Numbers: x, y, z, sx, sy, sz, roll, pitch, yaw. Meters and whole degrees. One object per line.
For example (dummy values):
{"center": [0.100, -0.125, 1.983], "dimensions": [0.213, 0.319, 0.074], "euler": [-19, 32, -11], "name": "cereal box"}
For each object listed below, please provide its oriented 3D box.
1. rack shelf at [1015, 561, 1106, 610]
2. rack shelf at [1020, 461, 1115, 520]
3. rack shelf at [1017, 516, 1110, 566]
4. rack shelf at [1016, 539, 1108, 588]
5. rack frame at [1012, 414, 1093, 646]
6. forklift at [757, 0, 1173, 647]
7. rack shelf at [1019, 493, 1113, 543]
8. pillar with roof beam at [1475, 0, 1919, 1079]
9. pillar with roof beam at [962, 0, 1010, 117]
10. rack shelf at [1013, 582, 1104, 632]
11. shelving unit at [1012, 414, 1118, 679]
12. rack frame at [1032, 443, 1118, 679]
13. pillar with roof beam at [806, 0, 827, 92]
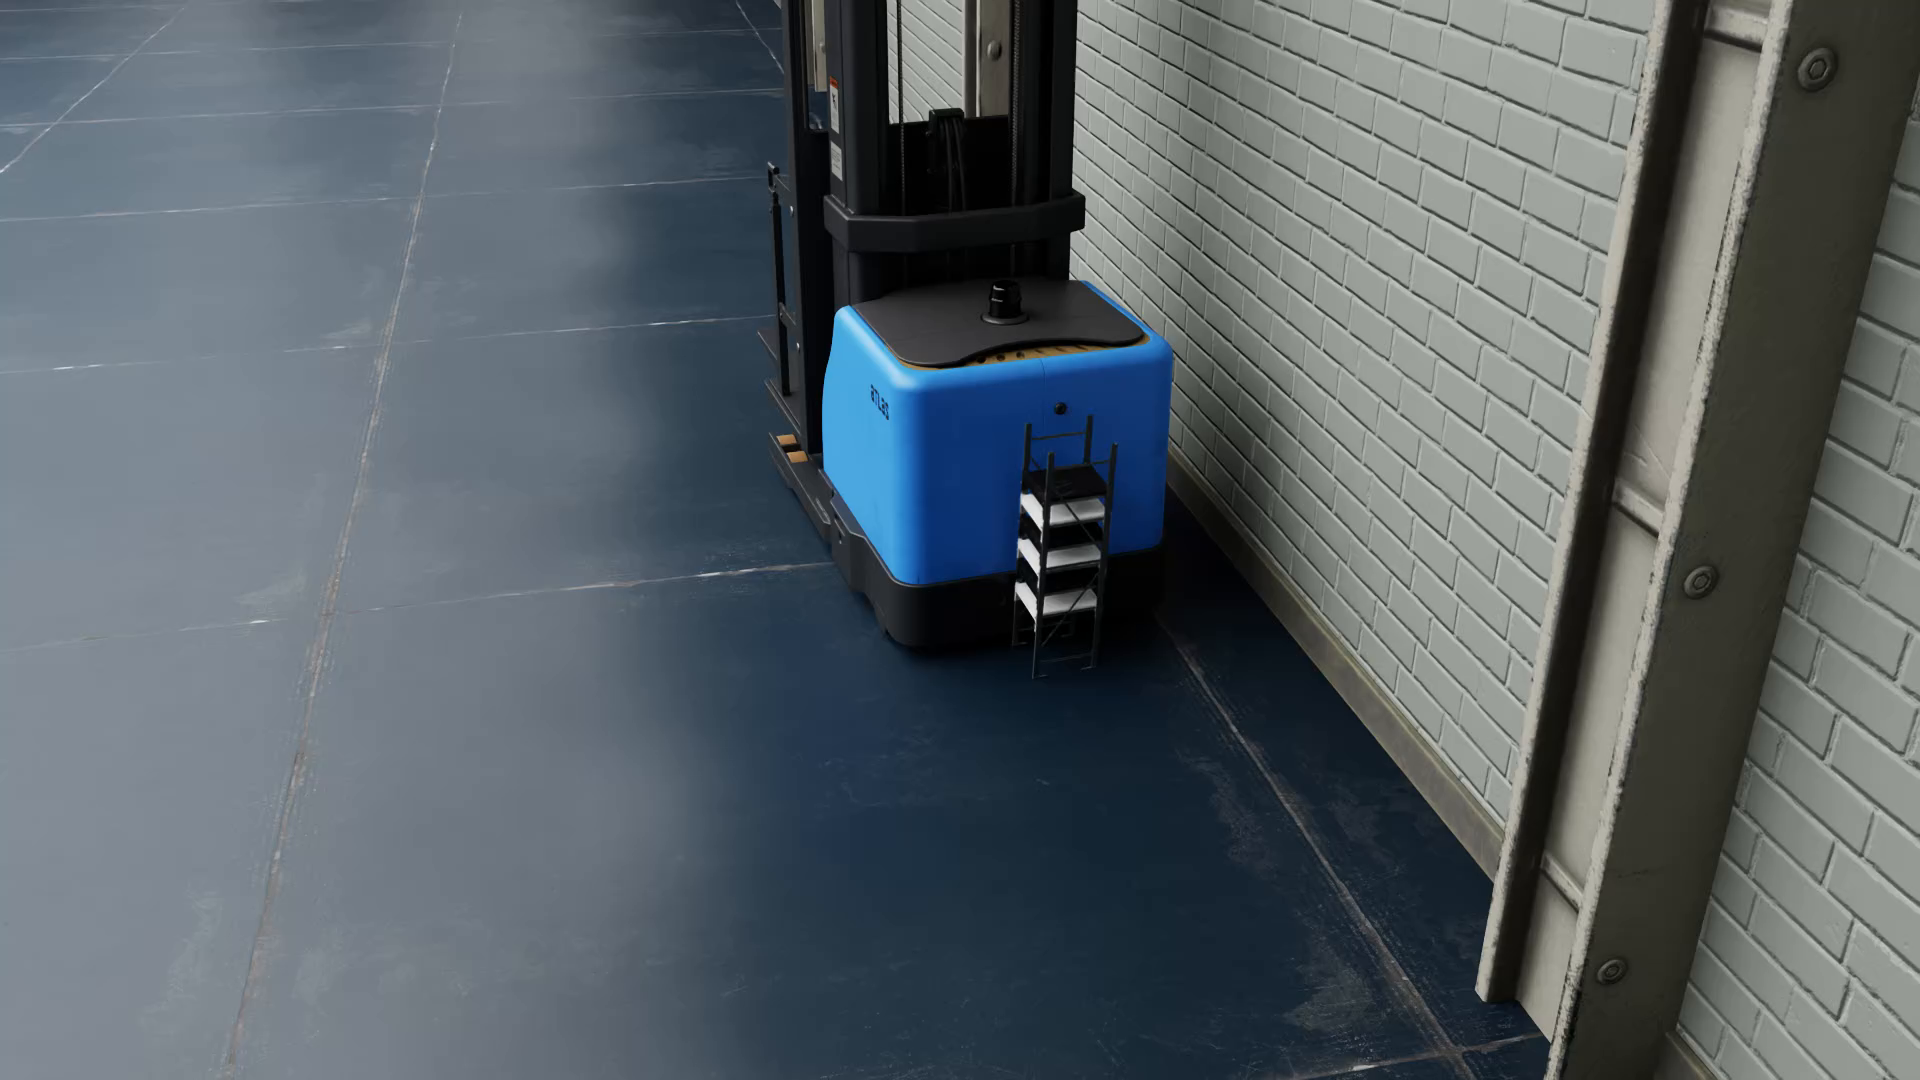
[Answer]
{"center": [0.344, 0.137, 5.733], "dimensions": [0.258, 0.077, 0.200], "euler": [-9, 34, -17], "name": "rack shelf"}
{"center": [0.356, -0.167, 5.541], "dimensions": [0.258, 0.077, 0.200], "euler": [-9, 34, -17], "name": "rack shelf"}
{"center": [0.350, -0.015, 5.637], "dimensions": [0.258, 0.077, 0.200], "euler": [-9, 34, -17], "name": "rack shelf"}
{"center": [0.347, 0.061, 5.685], "dimensions": [0.258, 0.077, 0.200], "euler": [-9, 34, -17], "name": "rack shelf"}
{"center": [0.316, -0.019, 5.748], "dimensions": [0.240, 0.900, 0.006], "euler": [-9, 34, -17], "name": "rack frame"}
{"center": [-0.205, -1.577, 6.622], "dimensions": [1.130, 2.935, 3.031], "euler": [-9, 28, -17], "name": "forklift"}
{"center": [0.353, -0.091, 5.589], "dimensions": [0.258, 0.077, 0.200], "euler": [-9, 34, -17], "name": "rack shelf"}
{"center": [-2.640, -2.323, 1.366], "dimensions": [9.100, 9.000, 0.400], "euler": [-6, 27, -12], "name": "pillar with roof beam"}
{"center": [-3.992, -4.957, 6.585], "dimensions": [9.100, 9.000, 0.400], "euler": [-6, 27, -12], "name": "pillar with roof beam"}
{"center": [0.341, 0.213, 5.781], "dimensions": [0.258, 0.077, 0.200], "euler": [-9, 34, -17], "name": "rack shelf"}
{"center": [0.348, 0.033, 5.667], "dimensions": [0.258, 0.900, 0.210], "euler": [-9, 34, -17], "name": "shelving unit"}
{"center": [0.381, 0.085, 5.587], "dimensions": [0.240, 0.900, 0.006], "euler": [-9, 34, -17], "name": "rack frame"}
{"center": [-5.344, -7.591, 11.803], "dimensions": [9.100, 9.000, 0.400], "euler": [-6, 27, -12], "name": "pillar with roof beam"}
